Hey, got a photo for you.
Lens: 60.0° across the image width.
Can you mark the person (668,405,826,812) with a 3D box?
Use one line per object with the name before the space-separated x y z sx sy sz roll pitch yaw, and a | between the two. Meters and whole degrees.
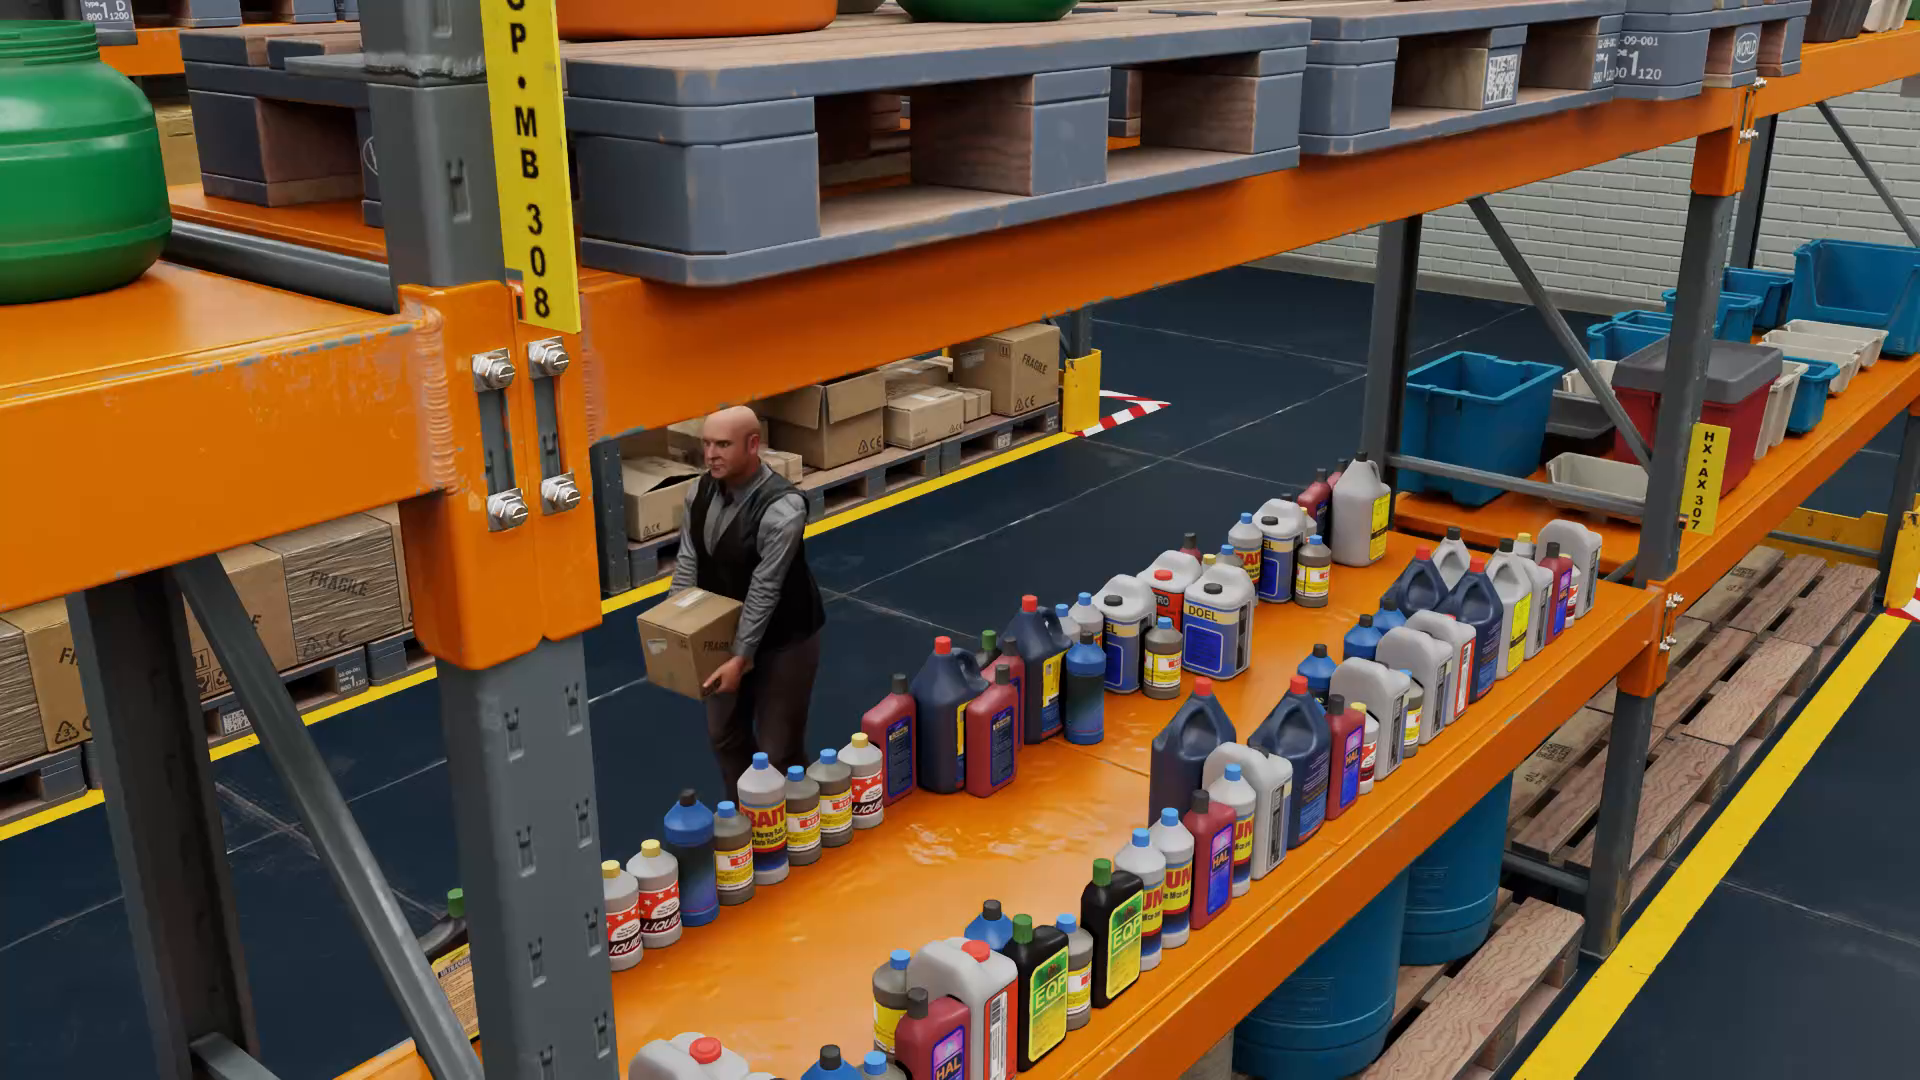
person | -0.735 0.366 5.628 0.487 1.713 0.577 15 25 36
